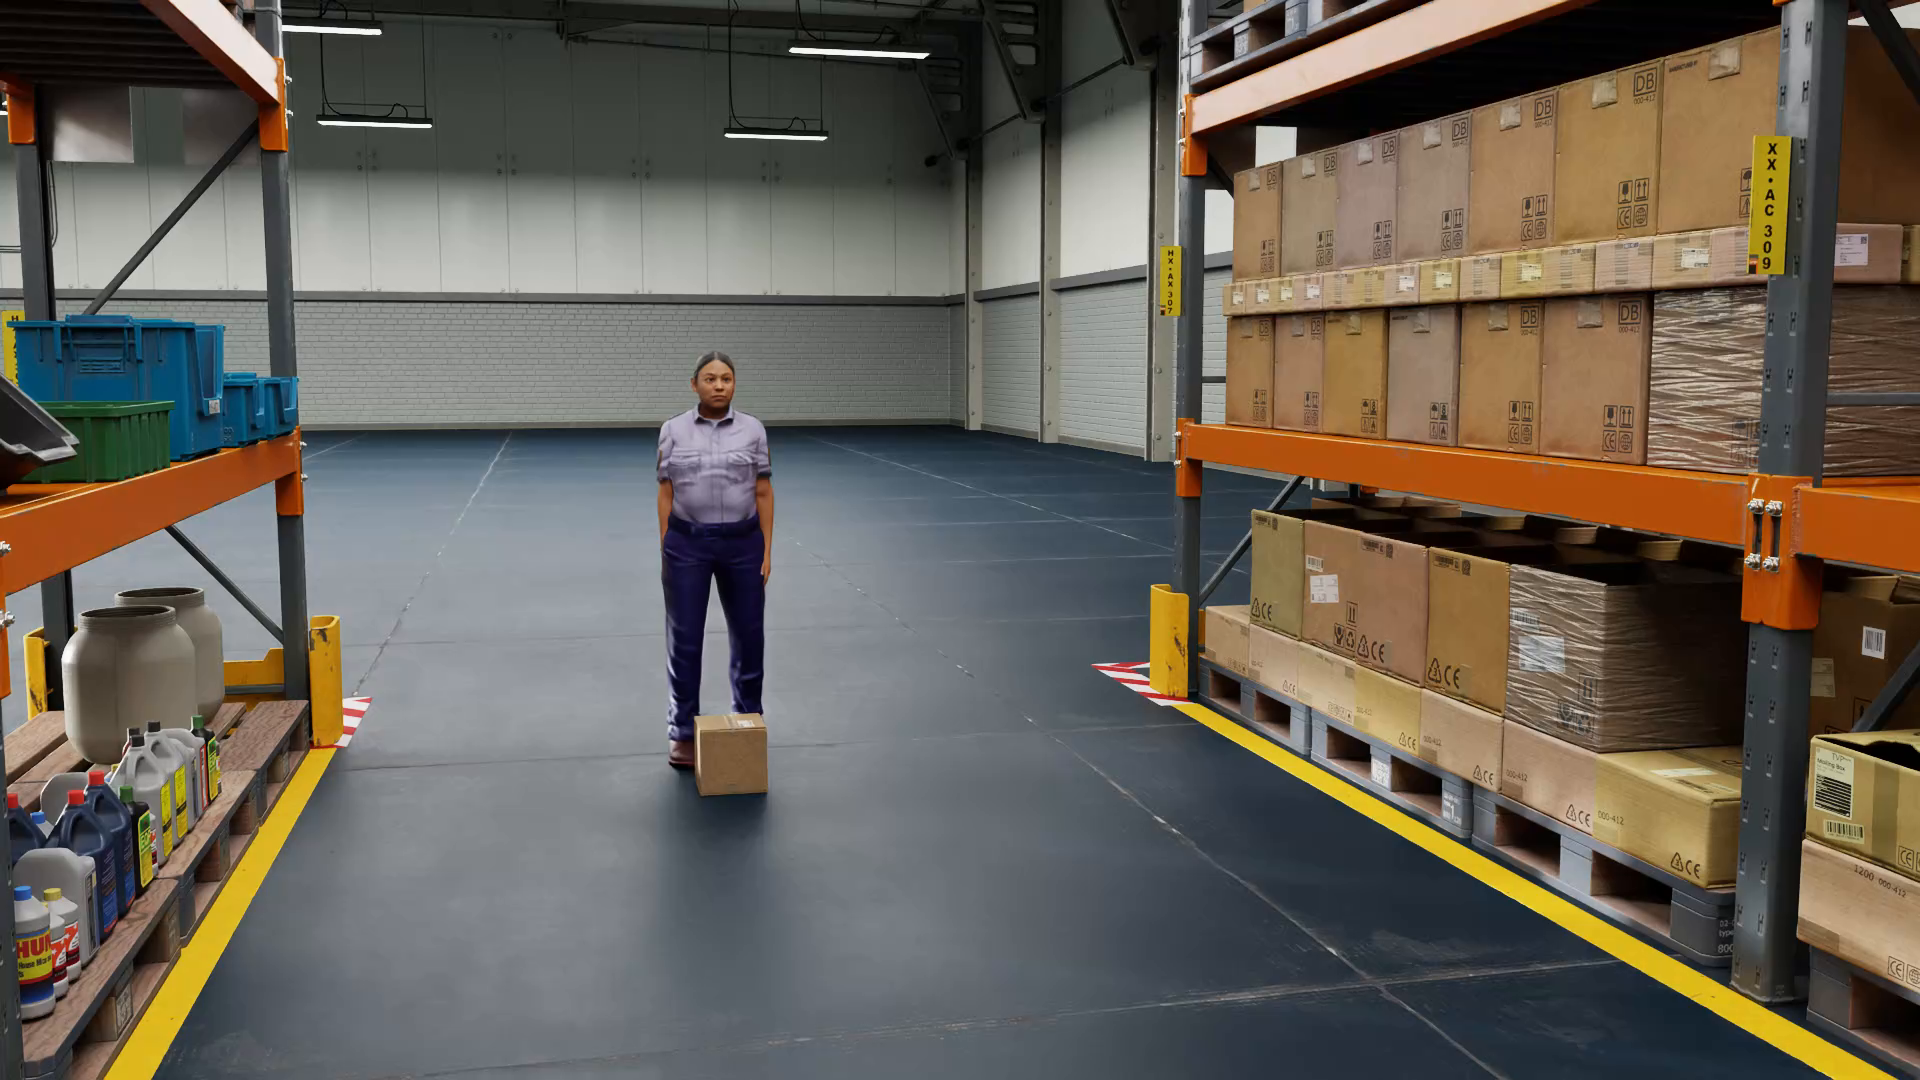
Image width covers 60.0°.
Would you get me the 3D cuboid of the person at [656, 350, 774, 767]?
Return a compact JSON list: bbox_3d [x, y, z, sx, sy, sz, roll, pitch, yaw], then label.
[{"bbox_3d":[-0.972,0.078,6.661,0.466,1.667,0.353,-1,6,-12],"label":"person"}]
